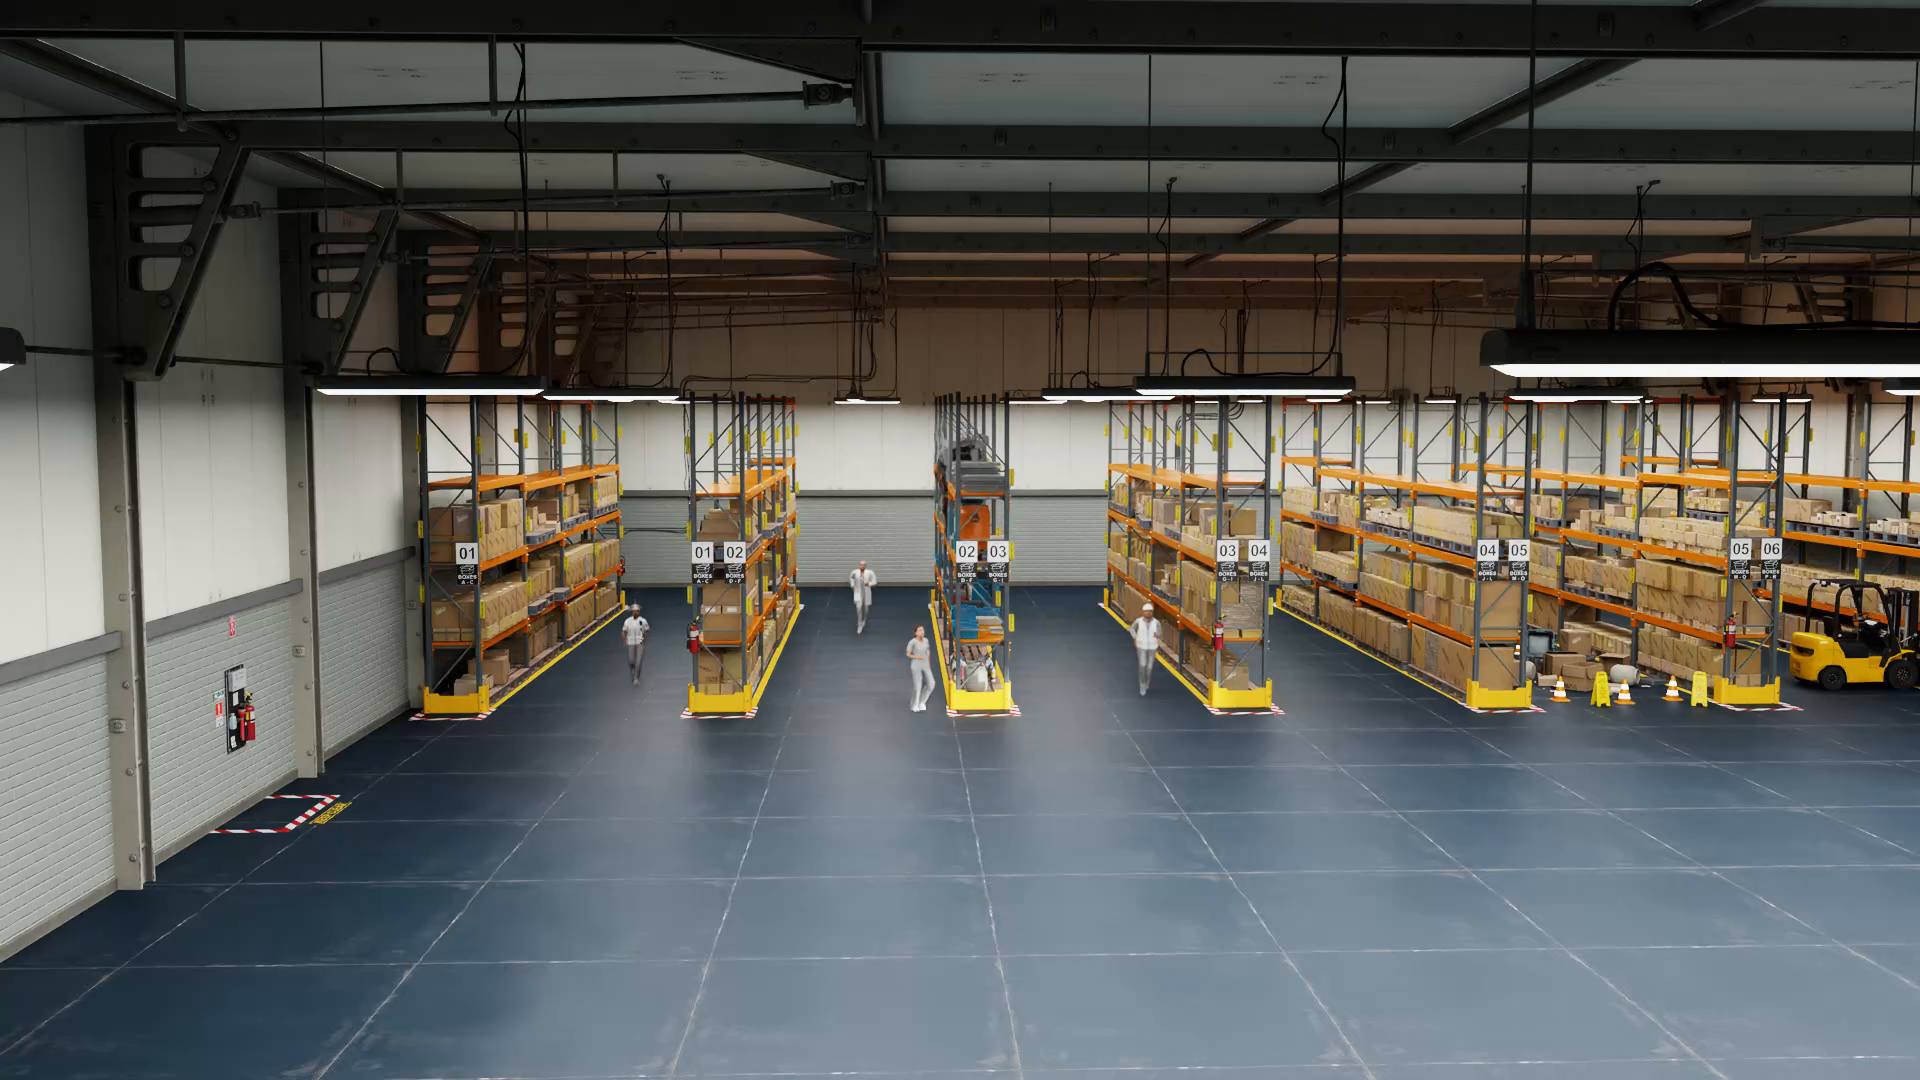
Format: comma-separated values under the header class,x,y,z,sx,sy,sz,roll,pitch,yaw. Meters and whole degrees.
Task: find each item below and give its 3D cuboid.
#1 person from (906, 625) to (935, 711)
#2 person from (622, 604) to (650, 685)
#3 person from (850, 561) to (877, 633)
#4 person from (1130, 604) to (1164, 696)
class,x,y,z,sx,sy,sz,roll,pitch,yaw
person,-0.723,2.415,31.102,0.576,1.618,0.565,-3,5,-32
person,-6.711,2.151,34.441,0.583,1.662,0.558,-1,5,-8
person,-2.470,1.440,42.596,0.668,1.833,1.103,-1,5,-8
person,3.742,2.181,33.232,0.640,1.830,0.784,0,5,-4
